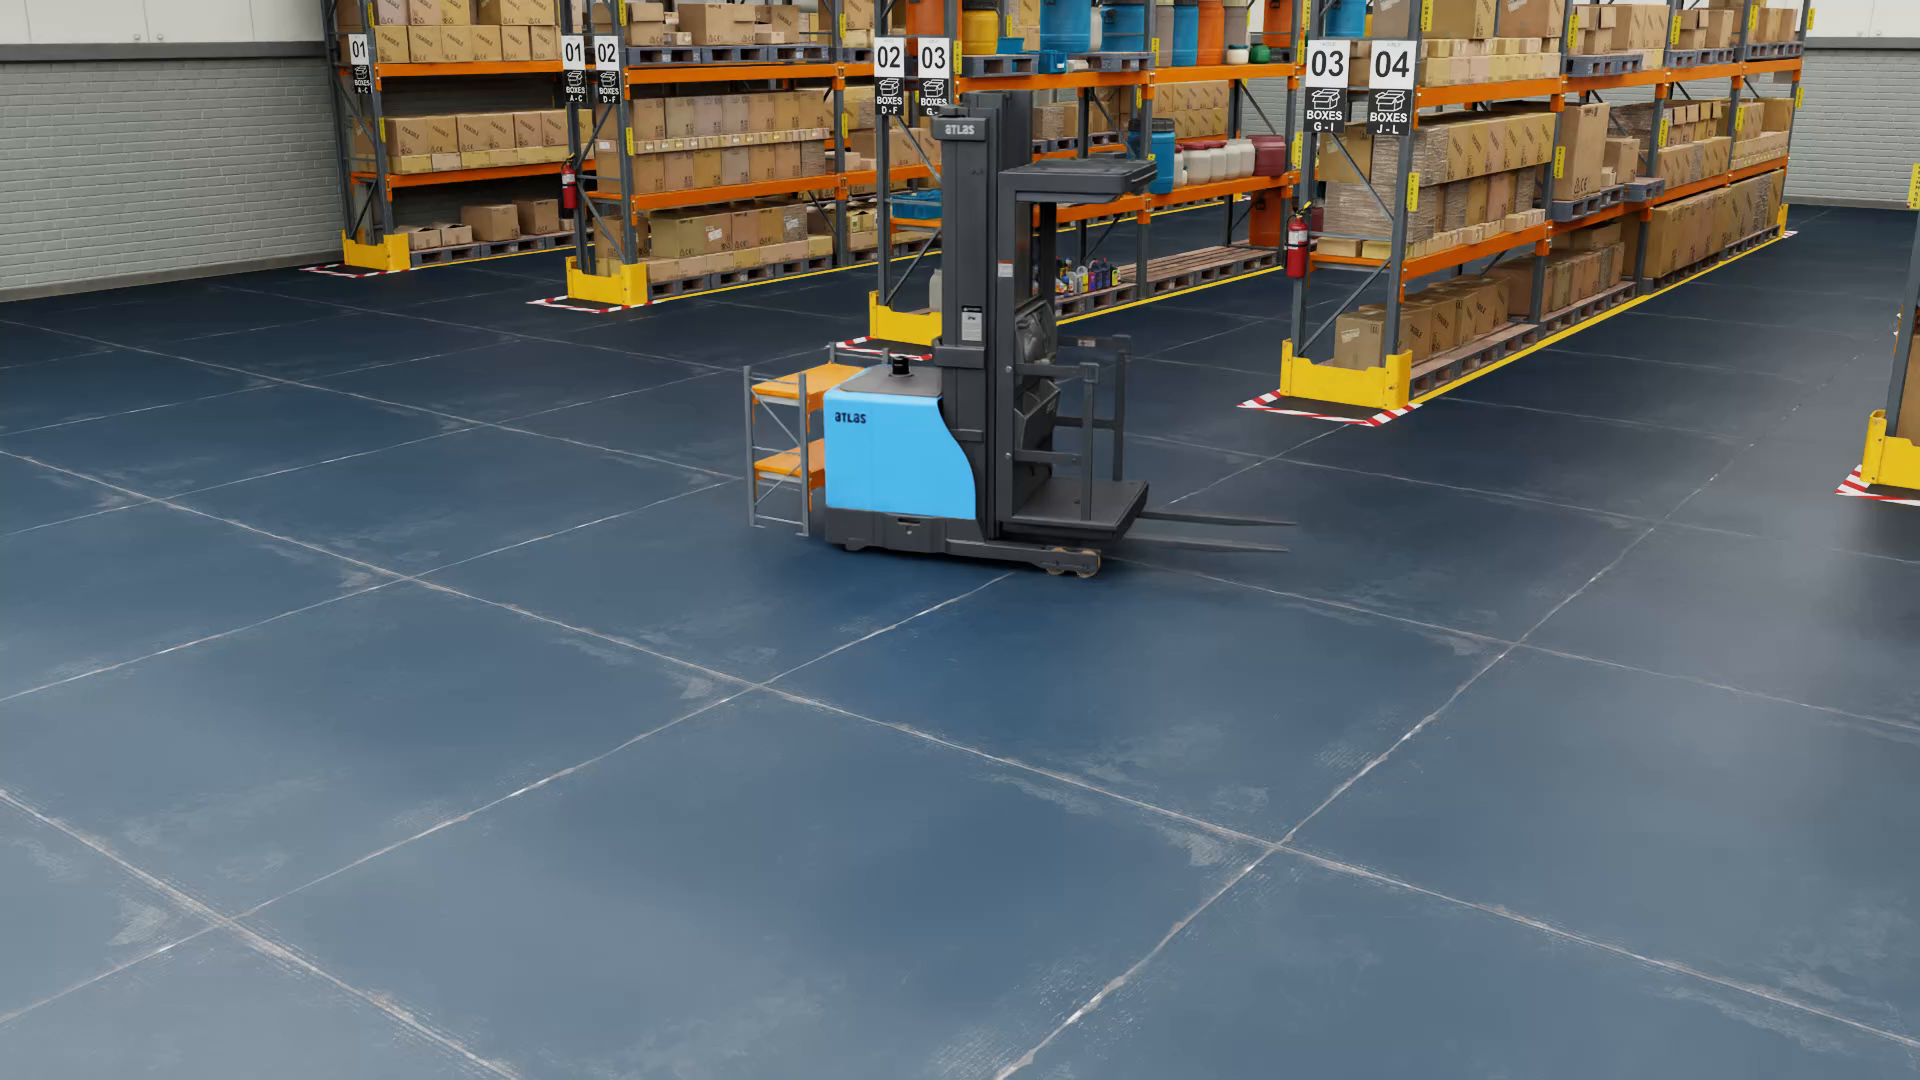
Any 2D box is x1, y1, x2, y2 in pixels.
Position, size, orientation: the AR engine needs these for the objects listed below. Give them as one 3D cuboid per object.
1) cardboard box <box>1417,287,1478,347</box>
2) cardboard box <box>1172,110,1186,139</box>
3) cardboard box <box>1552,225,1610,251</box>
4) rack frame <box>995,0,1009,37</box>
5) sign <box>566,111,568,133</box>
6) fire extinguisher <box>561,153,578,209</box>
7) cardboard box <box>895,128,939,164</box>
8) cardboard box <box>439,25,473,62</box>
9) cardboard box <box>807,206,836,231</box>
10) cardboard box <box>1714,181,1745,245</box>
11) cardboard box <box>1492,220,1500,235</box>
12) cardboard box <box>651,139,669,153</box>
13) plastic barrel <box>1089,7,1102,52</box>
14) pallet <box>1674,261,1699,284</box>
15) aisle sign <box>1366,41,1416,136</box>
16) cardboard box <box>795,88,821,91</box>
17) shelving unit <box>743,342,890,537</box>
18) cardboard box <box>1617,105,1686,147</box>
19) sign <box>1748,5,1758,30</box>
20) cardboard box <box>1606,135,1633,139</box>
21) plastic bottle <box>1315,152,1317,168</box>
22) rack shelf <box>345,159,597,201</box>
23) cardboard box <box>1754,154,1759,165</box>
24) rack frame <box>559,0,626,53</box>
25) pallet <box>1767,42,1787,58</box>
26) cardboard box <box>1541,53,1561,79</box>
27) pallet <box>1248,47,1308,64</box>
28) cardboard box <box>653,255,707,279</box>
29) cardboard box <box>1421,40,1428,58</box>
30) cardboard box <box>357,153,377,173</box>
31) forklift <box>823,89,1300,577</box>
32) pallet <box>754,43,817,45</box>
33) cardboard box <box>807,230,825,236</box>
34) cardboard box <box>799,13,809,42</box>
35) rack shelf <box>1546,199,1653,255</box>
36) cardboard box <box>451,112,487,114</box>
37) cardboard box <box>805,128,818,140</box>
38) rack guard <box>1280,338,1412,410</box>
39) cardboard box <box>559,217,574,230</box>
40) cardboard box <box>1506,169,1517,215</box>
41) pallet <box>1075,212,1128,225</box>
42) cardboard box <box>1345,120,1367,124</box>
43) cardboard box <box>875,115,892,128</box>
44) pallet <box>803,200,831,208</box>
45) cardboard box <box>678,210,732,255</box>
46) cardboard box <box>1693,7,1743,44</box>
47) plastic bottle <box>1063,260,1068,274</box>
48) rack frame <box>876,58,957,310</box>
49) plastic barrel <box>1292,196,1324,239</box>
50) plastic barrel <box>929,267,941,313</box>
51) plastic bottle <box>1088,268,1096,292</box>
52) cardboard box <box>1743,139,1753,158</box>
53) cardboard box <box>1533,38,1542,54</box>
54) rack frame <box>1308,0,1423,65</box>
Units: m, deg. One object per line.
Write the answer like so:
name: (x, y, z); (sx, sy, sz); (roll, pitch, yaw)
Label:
cardboard box: (4.985, -2.295, 17.084); (0.500, 0.500, 0.500); (10, 20, 30)
cardboard box: (3.835, -7.695, 30.797); (0.500, 0.500, 0.500); (12, 21, 34)
cardboard box: (7.598, -3.710, 20.342); (0.500, 0.250, 0.500); (16, 23, 41)
rack frame: (0.327, -9.245, 25.842); (1.000, 3.000, 0.127); (12, 21, 35)
sign: (-4.867, -5.240, 20.708); (0.100, 0.325, 0.005); (12, 21, 35)
fire extinguisher: (-4.883, -4.492, 20.781); (0.296, 0.674, 0.183); (12, 21, 35)
cardboard box: (-0.660, -6.025, 25.420); (0.500, 0.500, 0.500); (11, 20, 32)
cardboard box: (-7.365, -7.121, 23.855); (0.500, 0.500, 0.500); (14, 22, 37)
cardboard box: (-2.045, -4.730, 24.400); (0.500, 0.311, 0.500); (12, 21, 35)
cardboard box: (11.122, -4.910, 24.873); (0.875, 0.875, 0.875); (12, 21, 35)
cardboard box: (5.221, -3.164, 16.798); (0.380, 0.149, 0.250); (12, 21, 35)
cardboard box: (-3.878, -4.951, 20.867); (0.380, 0.149, 0.250); (12, 21, 33)
plastic barrel: (1.505, -6.170, 20.100); (0.421, 0.512, 0.421); (0, 17, 0)
pallet: (9.538, -3.761, 22.999); (1.003, 0.211, 1.213); (12, 21, 35)
aisle sign: (3.718, -3.897, 14.352); (0.394, 0.787, 0.004); (12, 21, 35)
cardboard box: (-2.856, -8.003, 29.988); (0.500, 0.250, 0.500); (12, 21, 34)
shelving unit: (-0.982, -0.731, 11.699); (0.538, 1.125, 1.048); (10, 20, 29)
cardboard box: (9.120, -5.482, 21.978); (0.797, 0.503, 0.637); (13, 21, 36)
sign: (11.106, -7.318, 23.290); (0.100, 0.325, 0.005); (12, 21, 35)
cardboard box: (7.991, -4.741, 20.578); (0.500, 0.500, 0.500); (10, 20, 28)
plastic bottle: (5.213, -5.628, 24.507); (0.061, 0.283, 0.133); (12, 21, 35)
rack shelf: (-7.228, -5.482, 25.052); (1.077, 0.370, 4.000); (12, 21, 35)
cardboard box: (11.879, -5.782, 25.229); (0.380, 0.149, 0.250); (13, 21, 35)
rack frame: (-4.440, -7.340, 19.706); (1.000, 3.000, 0.127); (12, 21, 35)
pallet: (11.887, -7.454, 25.281); (1.003, 0.211, 1.213); (12, 21, 35)
cardboard box: (5.835, -4.882, 17.103); (0.500, 0.250, 0.500); (13, 22, 37)
pallet: (4.837, -7.011, 24.024); (1.003, 0.211, 1.213); (12, 21, 35)
cardboard box: (-3.646, -3.570, 21.611); (0.500, 0.250, 0.500); (12, 21, 35)
cardboard box: (3.864, -4.299, 14.554); (0.380, 0.149, 0.250); (12, 21, 34)
cardboard box: (-8.297, -5.433, 23.900); (0.500, 0.250, 0.500); (13, 21, 35)
forklift: (0.676, -1.341, 10.619); (3.031, 2.935, 1.130); (5, 18, 16)
pallet: (-3.312, -8.760, 29.655); (1.213, 0.211, 1.003); (14, 22, 37)
cardboard box: (-2.042, -4.465, 24.492); (0.500, 0.250, 0.500); (12, 21, 34)
cardboard box: (-3.137, -9.206, 29.863); (0.700, 0.500, 0.500); (11, 20, 32)
rack shelf: (7.089, -3.809, 19.664); (1.077, 0.370, 4.000); (12, 21, 35)
cardboard box: (-7.398, -6.157, 24.968); (0.500, 0.500, 0.500); (13, 21, 35)
cardboard box: (-2.195, -5.624, 23.034); (0.380, 0.149, 0.250); (12, 21, 34)
rack guard: (3.559, -1.548, 15.385); (1.175, 0.500, 0.348); (12, 21, 35)
cardboard box: (-6.331, -5.026, 26.407); (0.380, 0.166, 0.250); (9, 20, 28)
cardboard box: (5.253, -3.657, 17.291); (0.875, 0.500, 0.500); (12, 21, 35)
pallet: (2.256, -5.801, 29.568); (1.003, 0.211, 1.213); (12, 21, 35)
cardboard box: (3.937, -3.685, 15.698); (0.500, 0.500, 0.500); (12, 21, 35)
cardboard box: (-1.639, -8.129, 31.659); (0.500, 0.500, 0.500); (13, 21, 35)
pallet: (-3.123, -6.097, 30.523); (1.003, 0.211, 1.213); (12, 21, 35)
cardboard box: (-3.357, -4.050, 21.890); (0.500, 0.500, 0.500); (12, 21, 35)
cardboard box: (11.082, -7.507, 24.257); (0.700, 0.500, 0.500); (11, 20, 31)
plastic bottle: (1.293, -3.365, 20.861); (0.061, 0.283, 0.133); (12, 21, 35)
rack frame: (-0.464, -3.599, 17.774); (1.000, 3.000, 0.127); (12, 21, 35)
plastic barrel: (5.254, -4.941, 25.456); (0.600, 0.588, 0.708); (12, 21, 35)
plastic barrel: (-0.133, -2.781, 18.629); (0.421, 0.512, 0.421); (0, 17, 0)
plastic bottle: (1.589, -3.168, 20.226); (0.061, 0.283, 0.133); (14, 22, 38)
cardboard box: (11.455, -5.835, 24.728); (0.500, 0.250, 0.500); (12, 21, 34)
cardboard box: (5.623, -4.976, 16.734); (0.380, 0.149, 0.250); (11, 20, 32)
rack frame: (3.514, -5.588, 14.066); (1.000, 3.000, 0.127); (12, 21, 35)
